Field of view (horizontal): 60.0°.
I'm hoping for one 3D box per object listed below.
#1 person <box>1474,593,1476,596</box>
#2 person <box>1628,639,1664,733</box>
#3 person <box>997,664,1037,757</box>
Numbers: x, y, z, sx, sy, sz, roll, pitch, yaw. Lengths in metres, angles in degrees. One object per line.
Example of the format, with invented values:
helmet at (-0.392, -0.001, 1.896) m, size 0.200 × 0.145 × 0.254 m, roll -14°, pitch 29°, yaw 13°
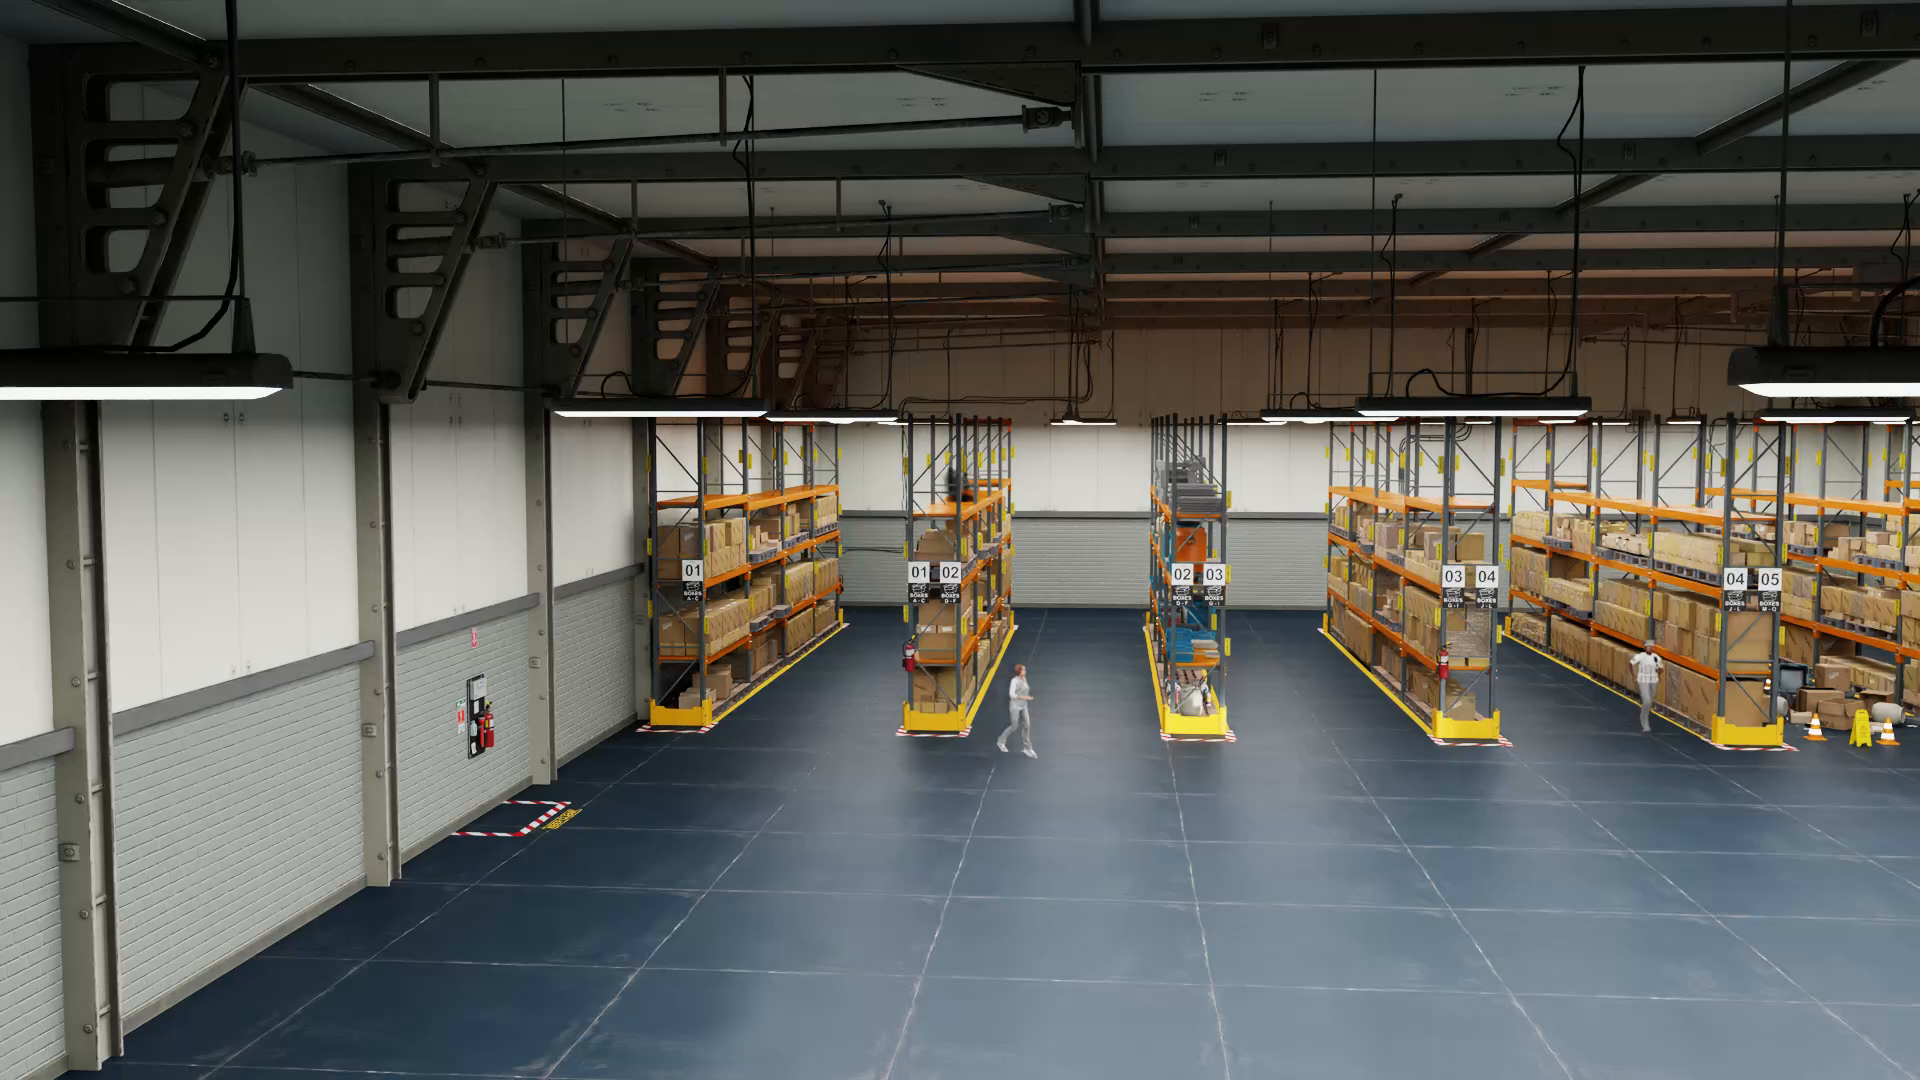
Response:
person at (14.032, 1.769, 46.442) m, size 0.722 × 1.693 × 0.610 m, roll 3°, pitch 5°, yaw 42°
person at (13.049, 2.753, 31.589) m, size 0.546 × 1.758 × 0.770 m, roll 0°, pitch 4°, yaw -4°
person at (1.001, 2.962, 29.074) m, size 0.769 × 1.625 × 0.559 m, roll 3°, pitch 5°, yaw 36°
